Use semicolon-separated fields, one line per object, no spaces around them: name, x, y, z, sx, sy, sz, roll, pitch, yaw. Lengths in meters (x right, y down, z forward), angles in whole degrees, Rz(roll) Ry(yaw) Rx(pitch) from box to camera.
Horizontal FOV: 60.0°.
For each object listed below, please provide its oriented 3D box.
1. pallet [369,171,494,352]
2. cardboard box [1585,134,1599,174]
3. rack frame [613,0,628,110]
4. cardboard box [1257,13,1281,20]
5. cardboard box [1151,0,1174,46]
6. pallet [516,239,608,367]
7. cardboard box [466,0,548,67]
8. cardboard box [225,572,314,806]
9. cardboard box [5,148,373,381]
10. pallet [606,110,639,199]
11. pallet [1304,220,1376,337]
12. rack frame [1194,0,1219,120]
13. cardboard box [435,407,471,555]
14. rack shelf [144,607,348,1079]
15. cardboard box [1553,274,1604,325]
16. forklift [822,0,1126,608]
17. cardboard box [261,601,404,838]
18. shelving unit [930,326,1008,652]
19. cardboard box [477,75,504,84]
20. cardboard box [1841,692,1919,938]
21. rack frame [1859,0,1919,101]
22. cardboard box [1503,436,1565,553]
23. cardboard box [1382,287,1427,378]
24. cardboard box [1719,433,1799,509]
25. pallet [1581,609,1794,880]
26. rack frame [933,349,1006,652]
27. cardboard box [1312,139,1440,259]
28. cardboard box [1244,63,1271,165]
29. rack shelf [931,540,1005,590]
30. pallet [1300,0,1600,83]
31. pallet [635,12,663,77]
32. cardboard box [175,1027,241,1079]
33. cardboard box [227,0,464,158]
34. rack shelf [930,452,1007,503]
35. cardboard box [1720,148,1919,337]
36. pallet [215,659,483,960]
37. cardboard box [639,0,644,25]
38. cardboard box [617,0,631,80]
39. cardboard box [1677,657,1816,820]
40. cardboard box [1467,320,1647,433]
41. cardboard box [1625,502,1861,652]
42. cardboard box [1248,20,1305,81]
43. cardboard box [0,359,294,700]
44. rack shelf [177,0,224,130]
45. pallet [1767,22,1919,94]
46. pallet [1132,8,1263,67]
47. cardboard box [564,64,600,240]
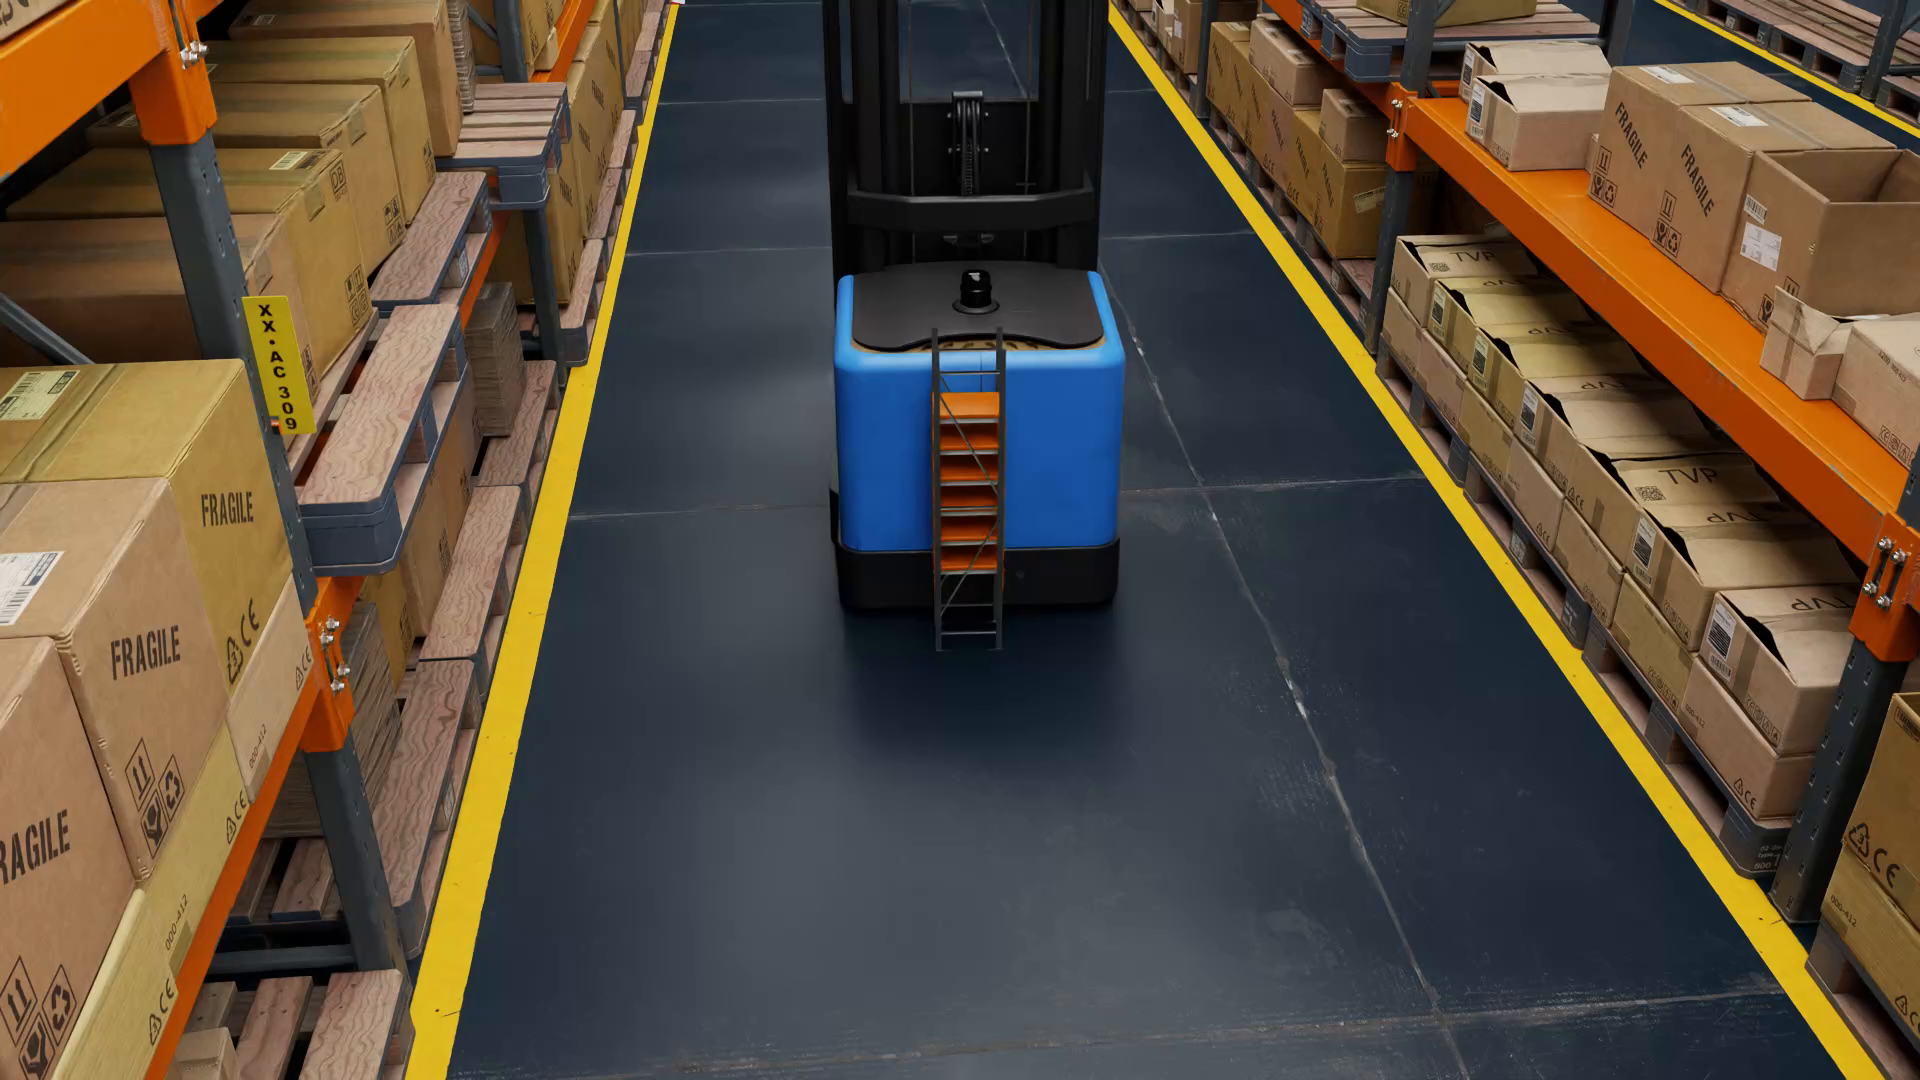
pallet;-2.167;-0.926;5.562;1.003;0.211;1.213;-3;31;-5
cardboard box;2.714;-1.500;6.581;0.380;0.149;0.250;-1;31;-1
rack frame;-2.767;-4.059;10.621;1.000;3.000;0.127;-3;31;-5
cardboard box;2.250;-3.937;12.750;0.380;0.166;0.250;-3;31;-5
cardboard box;1.759;-3.993;12.703;0.500;0.311;0.500;-3;31;-5
pallet;-2.392;-1.226;8.597;1.003;0.211;1.213;-3;31;-5
cardboard box;-2.184;-2.456;7.530;0.500;0.500;0.500;-2;31;-3
cardboard box;-1.673;0.308;3.435;0.500;0.250;0.500;-3;31;-4
cardboard box;-2.078;-0.754;4.560;0.700;0.500;0.500;0;31;1
pallet;-2.620;-2.472;10.682;1.003;0.211;1.213;-3;31;-5
pallet;2.507;-1.442;8.958;1.003;0.211;1.213;-3;31;-5
rack frame;2.165;-4.298;11.021;1.000;3.000;0.127;-3;31;-5
cardboard box;-2.267;-0.247;6.246;0.700;0.500;0.500;-3;31;-5
rack shelf;-1.832;1.355;2.257;1.077;0.370;4.000;-3;31;-5
cardboard box;2.888;-0.976;7.184;0.500;0.311;0.500;-3;31;-5
forklift;0.009;-1.728;6.784;1.130;2.935;3.031;-1;31;-2
cardboard box;-2.105;0.535;4.939;0.700;0.500;0.500;-2;31;-3
shelving unit;0.028;-0.156;5.841;0.258;1.200;0.189;-1;31;-2
cardboard box;-2.193;-2.097;7.561;0.380;0.149;0.250;-3;31;-5
cardboard box;2.644;0.716;4.167;0.500;0.500;0.500;-3;31;-5
rack frame;7.097;-4.534;11.415;1.000;3.000;0.127;-3;31;-5
cardboard box;2.445;-0.191;6.416;0.500;0.250;0.500;-2;31;-4
cardboard box;2.295;-0.975;7.728;0.500;0.250;0.500;-3;31;-5
cardboard box;3.031;-0.197;5.880;0.500;0.311;0.500;-4;31;-6
pallet;2.805;0.609;5.525;1.003;0.211;1.213;-3;31;-5
rack frame;0.032;-0.109;5.763;0.240;1.200;0.006;-1;31;-2
cardboard box;2.218;-1.838;8.911;0.500;0.500;0.500;-2;31;-3
cardboard box;2.068;-2.628;10.233;0.500;0.500;0.500;-2;31;-4
rack shelf;0.028;0.088;5.987;0.258;0.103;0.180;-1;31;-2
pallet;2.405;-2.516;8.225;1.213;0.211;1.003;-3;31;-5
pallet;-2.877;-3.878;13.037;1.003;0.211;1.213;-3;31;-5
cardboard box;-1.939;1.324;3.941;0.380;0.166;0.250;-7;32;-11
cardboard box;-2.260;-1.725;6.187;0.700;0.500;0.500;-6;31;-9
rack shelf;0.028;-0.221;5.802;0.258;0.103;0.180;-1;31;-2
cardboard box;2.808;-0.919;5.265;0.500;0.500;0.500;-1;31;-1
pallet;-2.093;0.825;5.163;1.003;0.211;1.213;-3;31;-5
cardboard box;-2.881;-4.344;13.125;0.700;0.500;0.500;-4;31;-6
cardboard box;-2.734;-3.553;11.801;0.700;0.500;0.500;-2;31;-4
cardboard box;2.585;0.588;5.112;0.500;0.250;0.500;-3;31;-5
cardboard box;2.398;-0.687;6.700;0.500;0.311;0.500;-4;31;-6
cardboard box;2.534;0.087;5.404;0.500;0.311;0.500;-2;31;-3
cardboard box;2.061;-2.967;10.069;0.500;0.250;0.500;-3;31;-4
cardboard box;-1.667;-0.014;3.244;0.500;0.500;0.500;-3;31;-5
rack shelf;-2.206;-1.975;4.907;1.077;0.370;4.000;-3;31;-5
pallet;6.990;-3.710;12.756;1.003;0.211;1.213;-3;31;-5
pallet;1.985;-4.076;13.369;1.003;0.211;1.213;-3;31;-5
cardboard box;-2.407;-2.104;9.033;0.750;0.750;0.750;-3;31;-5
